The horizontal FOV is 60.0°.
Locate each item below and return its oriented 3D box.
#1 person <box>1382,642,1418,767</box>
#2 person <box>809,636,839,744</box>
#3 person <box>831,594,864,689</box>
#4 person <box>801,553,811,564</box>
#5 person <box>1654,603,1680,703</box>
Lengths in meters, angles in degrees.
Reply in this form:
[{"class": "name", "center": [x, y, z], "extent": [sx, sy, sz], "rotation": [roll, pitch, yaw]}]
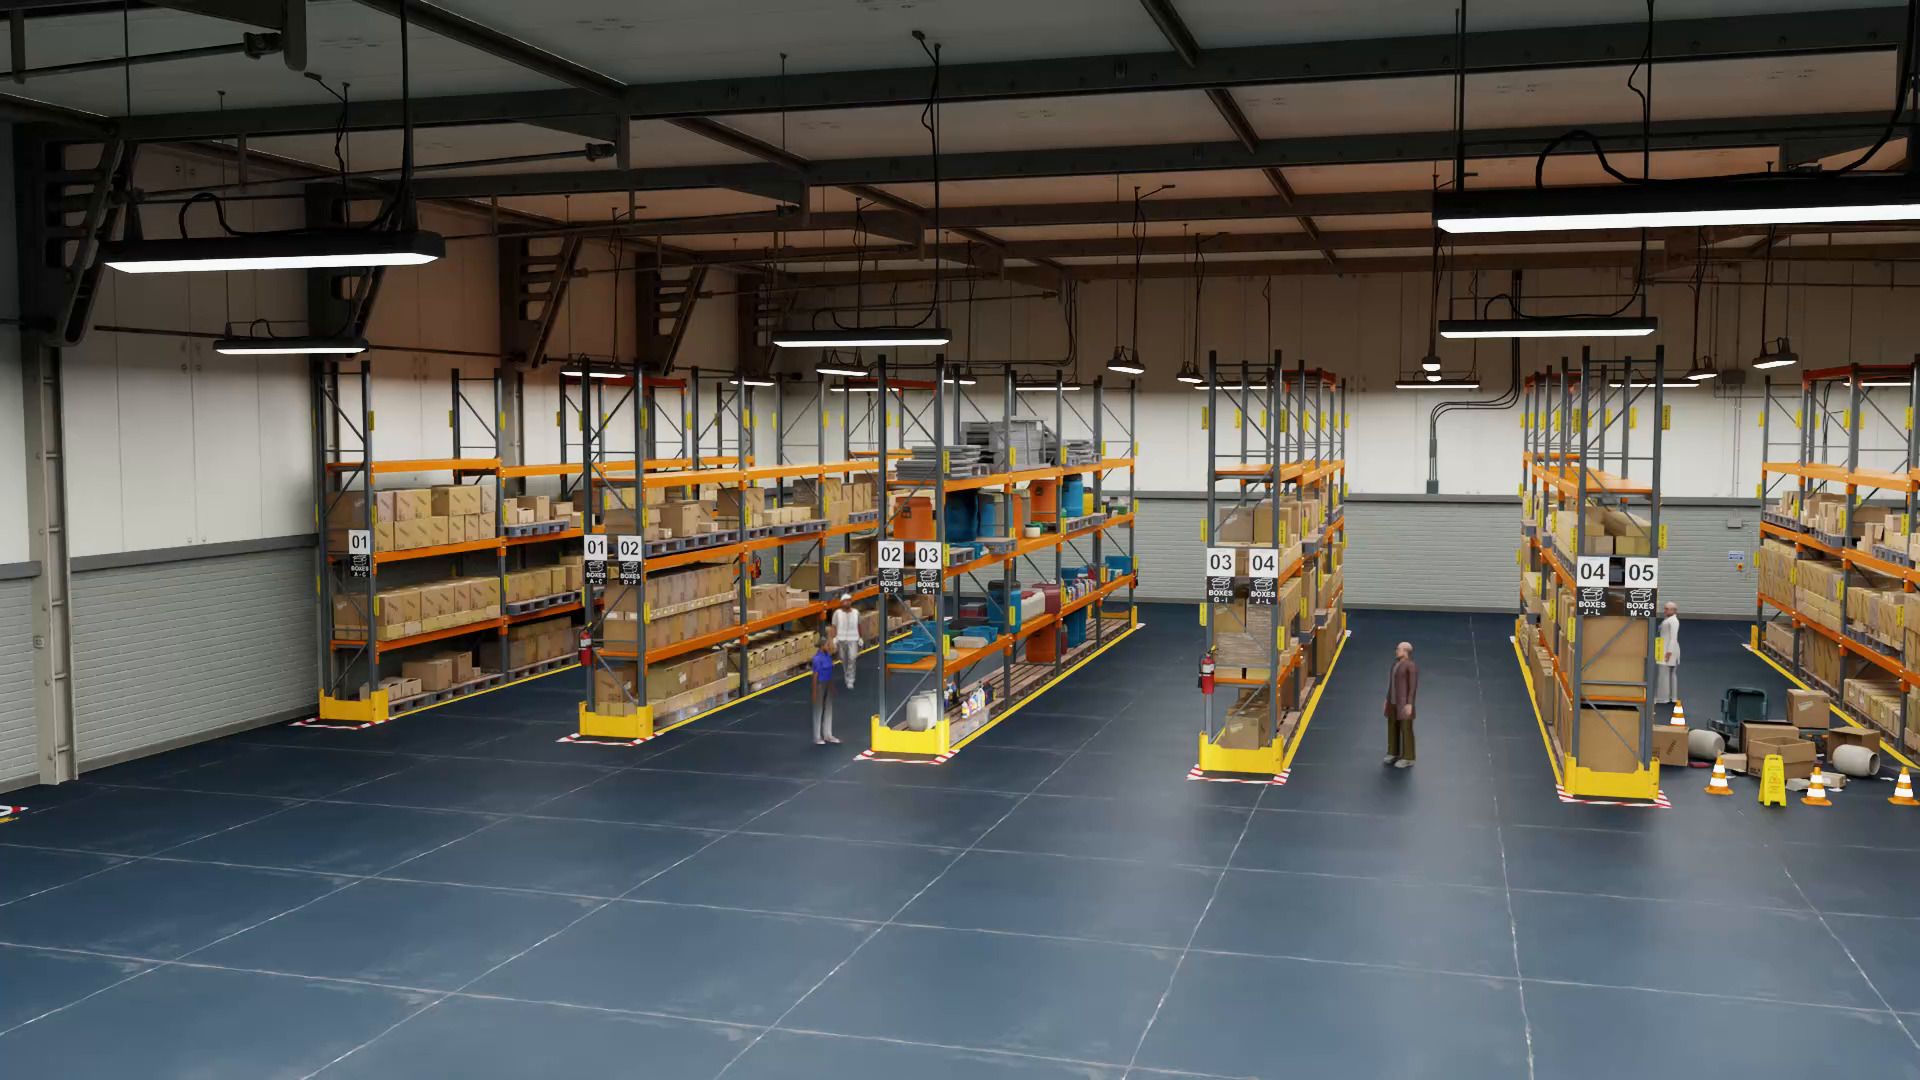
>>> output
[{"class": "person", "center": [6.392, 2.378, 24.199], "extent": [0.435, 1.787, 0.618], "rotation": [-2, 5, -28]}, {"class": "person", "center": [-2.115, 2.319, 25.748], "extent": [0.398, 1.667, 0.476], "rotation": [2, 5, 27]}, {"class": "person", "center": [-2.142, 1.883, 31.184], "extent": [0.564, 1.722, 1.010], "rotation": [1, 4, 8]}, {"class": "person", "center": [-3.855, 1.178, 41.910], "extent": [0.423, 1.702, 0.528], "rotation": [3, 5, 38]}, {"class": "person", "center": [12.598, 2.002, 29.655], "extent": [0.478, 1.785, 0.635], "rotation": [3, 5, 38]}]
